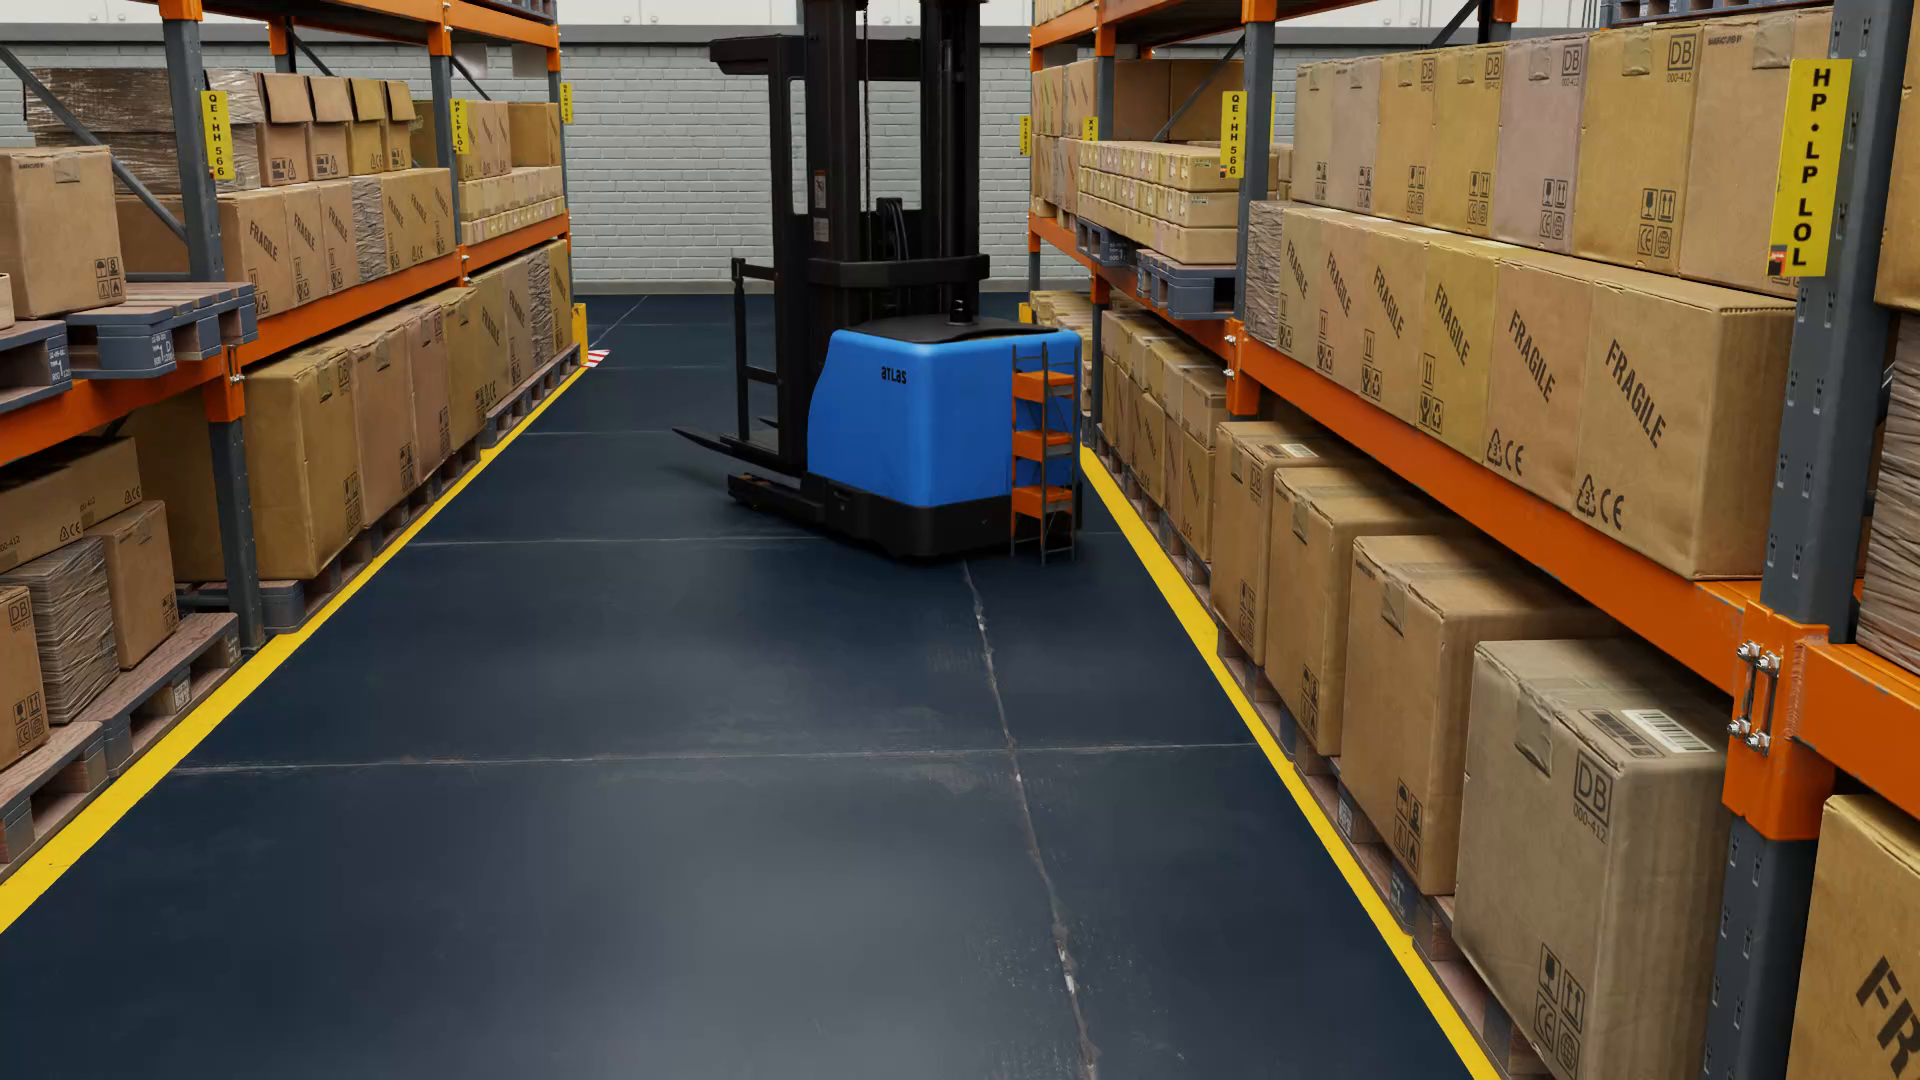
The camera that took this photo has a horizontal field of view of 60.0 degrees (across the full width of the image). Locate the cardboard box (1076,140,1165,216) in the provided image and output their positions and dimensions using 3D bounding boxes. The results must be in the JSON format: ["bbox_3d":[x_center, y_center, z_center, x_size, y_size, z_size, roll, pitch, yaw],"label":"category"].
[{"bbox_3d":[1.040,-2.356,10.864,0.500,0.500,0.500,-1,14,-3],"label":"cardboard box"}]

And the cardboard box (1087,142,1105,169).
[{"bbox_3d":[0.941,-2.243,9.691,0.380,0.149,0.250,0,14,-2],"label":"cardboard box"}]

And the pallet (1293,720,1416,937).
[{"bbox_3d":[1.646,0.798,5.001,1.003,0.211,1.213,-1,14,-3],"label":"pallet"}]

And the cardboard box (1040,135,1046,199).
[{"bbox_3d":[0.915,-2.986,13.314,0.500,0.500,0.500,-1,14,-3],"label":"cardboard box"}]

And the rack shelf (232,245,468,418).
[{"bbox_3d":[-3.481,-1.150,8.420,1.077,0.370,4.000,-1,14,-3],"label":"rack shelf"}]

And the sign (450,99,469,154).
[{"bbox_3d":[-3.064,-2.529,10.171,0.100,0.325,0.005,-1,14,-3],"label":"sign"}]

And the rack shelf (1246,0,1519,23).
[{"bbox_3d":[1.724,-1.659,4.380,1.077,0.370,4.000,-1,14,-3],"label":"rack shelf"}]

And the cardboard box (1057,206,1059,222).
[{"bbox_3d":[0.950,-2.512,12.775,0.380,0.149,0.250,-1,14,-5],"label":"cardboard box"}]

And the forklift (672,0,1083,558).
[{"bbox_3d":[-0.642,-1.644,9.033,1.130,2.935,3.031,-10,18,-34],"label":"forklift"}]

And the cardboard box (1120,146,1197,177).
[{"bbox_3d":[1.019,-1.923,8.450,0.380,0.149,0.250,0,14,-2],"label":"cardboard box"}]

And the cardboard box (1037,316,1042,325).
[{"bbox_3d":[0.841,-1.806,13.806,0.380,0.149,0.250,-1,14,-4],"label":"cardboard box"}]

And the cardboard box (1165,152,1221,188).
[{"bbox_3d":[1.098,-1.600,7.191,0.380,0.149,0.250,-1,14,-4],"label":"cardboard box"}]

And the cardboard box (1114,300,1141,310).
[{"bbox_3d":[1.444,-1.834,13.319,0.380,0.149,0.250,-1,15,-6],"label":"cardboard box"}]

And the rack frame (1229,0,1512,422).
[{"bbox_3d":[1.600,-1.052,6.597,1.000,3.000,0.127,-1,14,-3],"label":"rack frame"}]

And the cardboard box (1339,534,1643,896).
[{"bbox_3d":[1.663,0.436,4.486,1.050,0.750,0.750,-1,14,-3],"label":"cardboard box"}]

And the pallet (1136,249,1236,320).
[{"bbox_3d":[1.449,-1.135,7.303,1.213,0.211,1.003,-1,14,-3],"label":"pallet"}]

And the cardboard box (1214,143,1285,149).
[{"bbox_3d":[1.620,-2.124,9.229,0.380,0.149,0.250,-1,14,-4],"label":"cardboard box"}]

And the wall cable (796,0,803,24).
[{"bbox_3d":[-0.763,-8.913,18.654,2.277,5.999,0.120,-1,14,-3],"label":"wall cable"}]

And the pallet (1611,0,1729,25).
[{"bbox_3d":[6.095,-4.369,13.645,1.003,0.211,1.213,-1,14,-3],"label":"pallet"}]

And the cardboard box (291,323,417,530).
[{"bbox_3d":[-3.427,-0.569,8.140,1.225,0.875,0.875,-1,14,-3],"label":"cardboard box"}]

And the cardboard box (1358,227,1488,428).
[{"bbox_3d":[1.452,-0.609,4.674,0.500,0.500,0.500,-1,14,-4],"label":"cardboard box"}]

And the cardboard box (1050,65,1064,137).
[{"bbox_3d":[0.950,-3.221,12.222,0.500,0.500,0.500,-1,14,-5],"label":"cardboard box"}]

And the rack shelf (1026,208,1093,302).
[{"bbox_3d":[1.228,-2.196,12.486,1.077,0.370,4.000,-1,14,-3],"label":"rack shelf"}]

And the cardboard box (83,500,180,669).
[{"bbox_3d":[-3.296,0.163,6.007,0.700,0.500,0.500,-2,15,-6],"label":"cardboard box"}]

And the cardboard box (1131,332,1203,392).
[{"bbox_3d":[1.197,-0.956,8.891,0.500,0.250,0.500,0,14,-1],"label":"cardboard box"}]

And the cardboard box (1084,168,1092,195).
[{"bbox_3d":[0.935,-2.103,9.746,0.380,0.149,0.250,-1,14,-5],"label":"cardboard box"}]

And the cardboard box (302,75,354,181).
[{"bbox_3d":[-3.472,-2.046,8.245,0.797,0.503,0.637,0,14,-2],"label":"cardboard box"}]

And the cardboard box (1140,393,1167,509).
[{"bbox_3d":[1.221,-0.465,8.489,0.500,0.500,0.500,-2,15,-6],"label":"cardboard box"}]

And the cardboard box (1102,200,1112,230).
[{"bbox_3d":[0.982,-1.767,9.036,0.380,0.149,0.250,-2,15,-6],"label":"cardboard box"}]

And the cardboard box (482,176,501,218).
[{"bbox_3d":[-3.398,-2.312,11.196,0.500,0.250,0.500,-1,14,-4],"label":"cardboard box"}]

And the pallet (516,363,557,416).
[{"bbox_3d":[-3.652,-1.140,12.533,1.003,0.211,1.213,-1,14,-3],"label":"pallet"}]

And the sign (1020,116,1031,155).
[{"bbox_3d":[0.562,-3.453,14.189,0.100,0.325,0.005,-1,14,-3],"label":"sign"}]

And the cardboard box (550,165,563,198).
[{"bbox_3d":[-3.558,-2.946,13.659,0.500,0.250,0.500,-1,14,-4],"label":"cardboard box"}]

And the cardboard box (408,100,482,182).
[{"bbox_3d":[-3.379,-2.553,10.630,0.500,0.500,0.500,-1,14,-3],"label":"cardboard box"}]

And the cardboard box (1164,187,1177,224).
[{"bbox_3d":[1.096,-1.460,7.247,0.380,0.149,0.250,0,14,-1],"label":"cardboard box"}]

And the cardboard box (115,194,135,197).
[{"bbox_3d":[-3.635,-1.168,6.847,0.500,0.500,0.500,0,14,-2],"label":"cardboard box"}]

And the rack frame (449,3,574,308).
[{"bbox_3d":[-3.853,-2.991,14.130,1.000,3.000,0.127,-1,14,-3],"label":"rack frame"}]

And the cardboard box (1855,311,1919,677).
[{"bbox_3d":[1.882,-0.039,2.356,0.875,0.550,0.550,-1,14,-3],"label":"cardboard box"}]

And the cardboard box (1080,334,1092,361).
[{"bbox_3d":[1.015,-1.305,11.265,0.380,0.149,0.250,-1,14,-3],"label":"cardboard box"}]

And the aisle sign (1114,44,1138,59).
[{"bbox_3d":[1.399,-4.324,14.094,0.394,0.787,0.004,-1,14,-3],"label":"aisle sign"}]

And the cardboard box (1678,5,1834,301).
[{"bbox_3d":[1.811,-0.714,3.073,0.700,0.500,0.500,-1,14,-4],"label":"cardboard box"}]

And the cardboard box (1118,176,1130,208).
[{"bbox_3d":[1.016,-1.779,8.485,0.380,0.149,0.250,-1,14,-5],"label":"cardboard box"}]

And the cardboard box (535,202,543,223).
[{"bbox_3d":[-3.437,-2.531,12.849,0.380,0.149,0.250,-1,14,-5],"label":"cardboard box"}]

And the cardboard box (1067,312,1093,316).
[{"bbox_3d":[1.010,-1.629,12.523,0.380,0.149,0.250,-1,14,-3],"label":"cardboard box"}]

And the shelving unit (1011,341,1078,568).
[{"bbox_3d":[0.405,-0.415,8.031,0.215,1.050,0.252,-10,18,-34],"label":"shelving unit"}]

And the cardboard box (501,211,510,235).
[{"bbox_3d":[-3.359,-2.213,11.610,0.380,0.149,0.250,-1,14,-4],"label":"cardboard box"}]

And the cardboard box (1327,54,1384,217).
[{"bbox_3d":[1.650,-1.347,5.537,0.700,0.500,0.500,-1,14,-4],"label":"cardboard box"}]

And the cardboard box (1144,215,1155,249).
[{"bbox_3d":[1.069,-1.437,7.755,0.380,0.149,0.250,-1,14,-4],"label":"cardboard box"}]

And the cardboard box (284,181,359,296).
[{"bbox_3d":[-3.185,-1.430,7.864,0.500,0.500,0.500,-1,14,-4],"label":"cardboard box"}]

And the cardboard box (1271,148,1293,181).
[{"bbox_3d":[1.700,-1.801,7.974,0.380,0.149,0.250,0,14,-1],"label":"cardboard box"}]

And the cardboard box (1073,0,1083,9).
[{"bbox_3d":[1.033,-3.669,11.050,0.500,0.250,0.500,-1,14,-4],"label":"cardboard box"}]

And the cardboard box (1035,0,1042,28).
[{"bbox_3d":[0.877,-4.306,13.525,0.500,0.250,0.500,0,14,-1],"label":"cardboard box"}]

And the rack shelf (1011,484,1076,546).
[{"bbox_3d":[0.405,-0.135,8.103,0.215,0.259,0.240,-10,18,-34],"label":"rack shelf"}]

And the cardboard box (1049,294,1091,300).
[{"bbox_3d":[0.935,-1.951,13.772,0.380,0.149,0.250,-1,14,-2],"label":"cardboard box"}]

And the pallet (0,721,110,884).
[{"bbox_3d":[-3.238,0.847,4.813,1.003,0.211,1.213,-1,14,-3],"label":"pallet"}]
